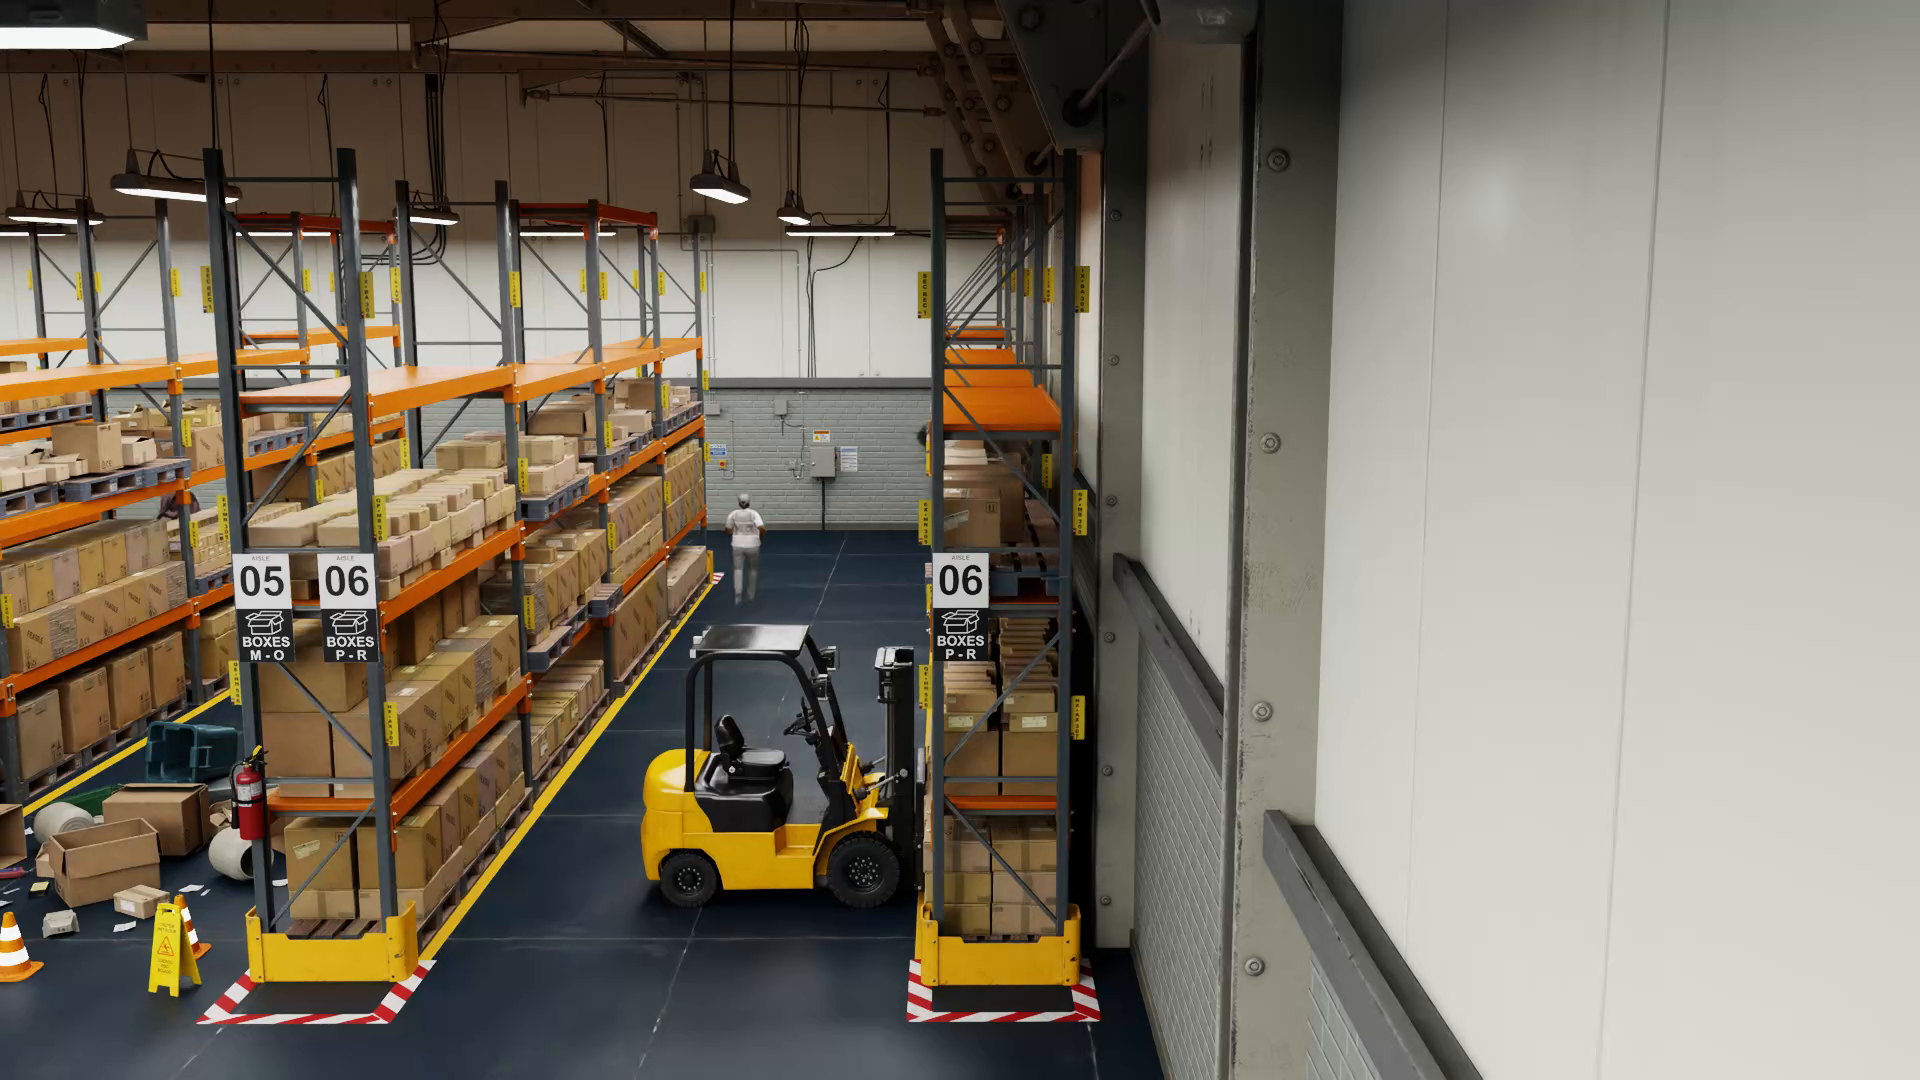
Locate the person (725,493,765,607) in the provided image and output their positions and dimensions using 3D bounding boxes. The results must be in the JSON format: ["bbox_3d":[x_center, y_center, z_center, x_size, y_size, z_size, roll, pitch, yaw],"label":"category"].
[{"bbox_3d":[-3.182,0.130,24.730,0.620,1.671,0.756,0,9,-1],"label":"person"}]

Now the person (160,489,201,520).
[{"bbox_3d":[-13.136,-0.195,28.181,0.985,1.733,0.735,8,12,42],"label":"person"}]
